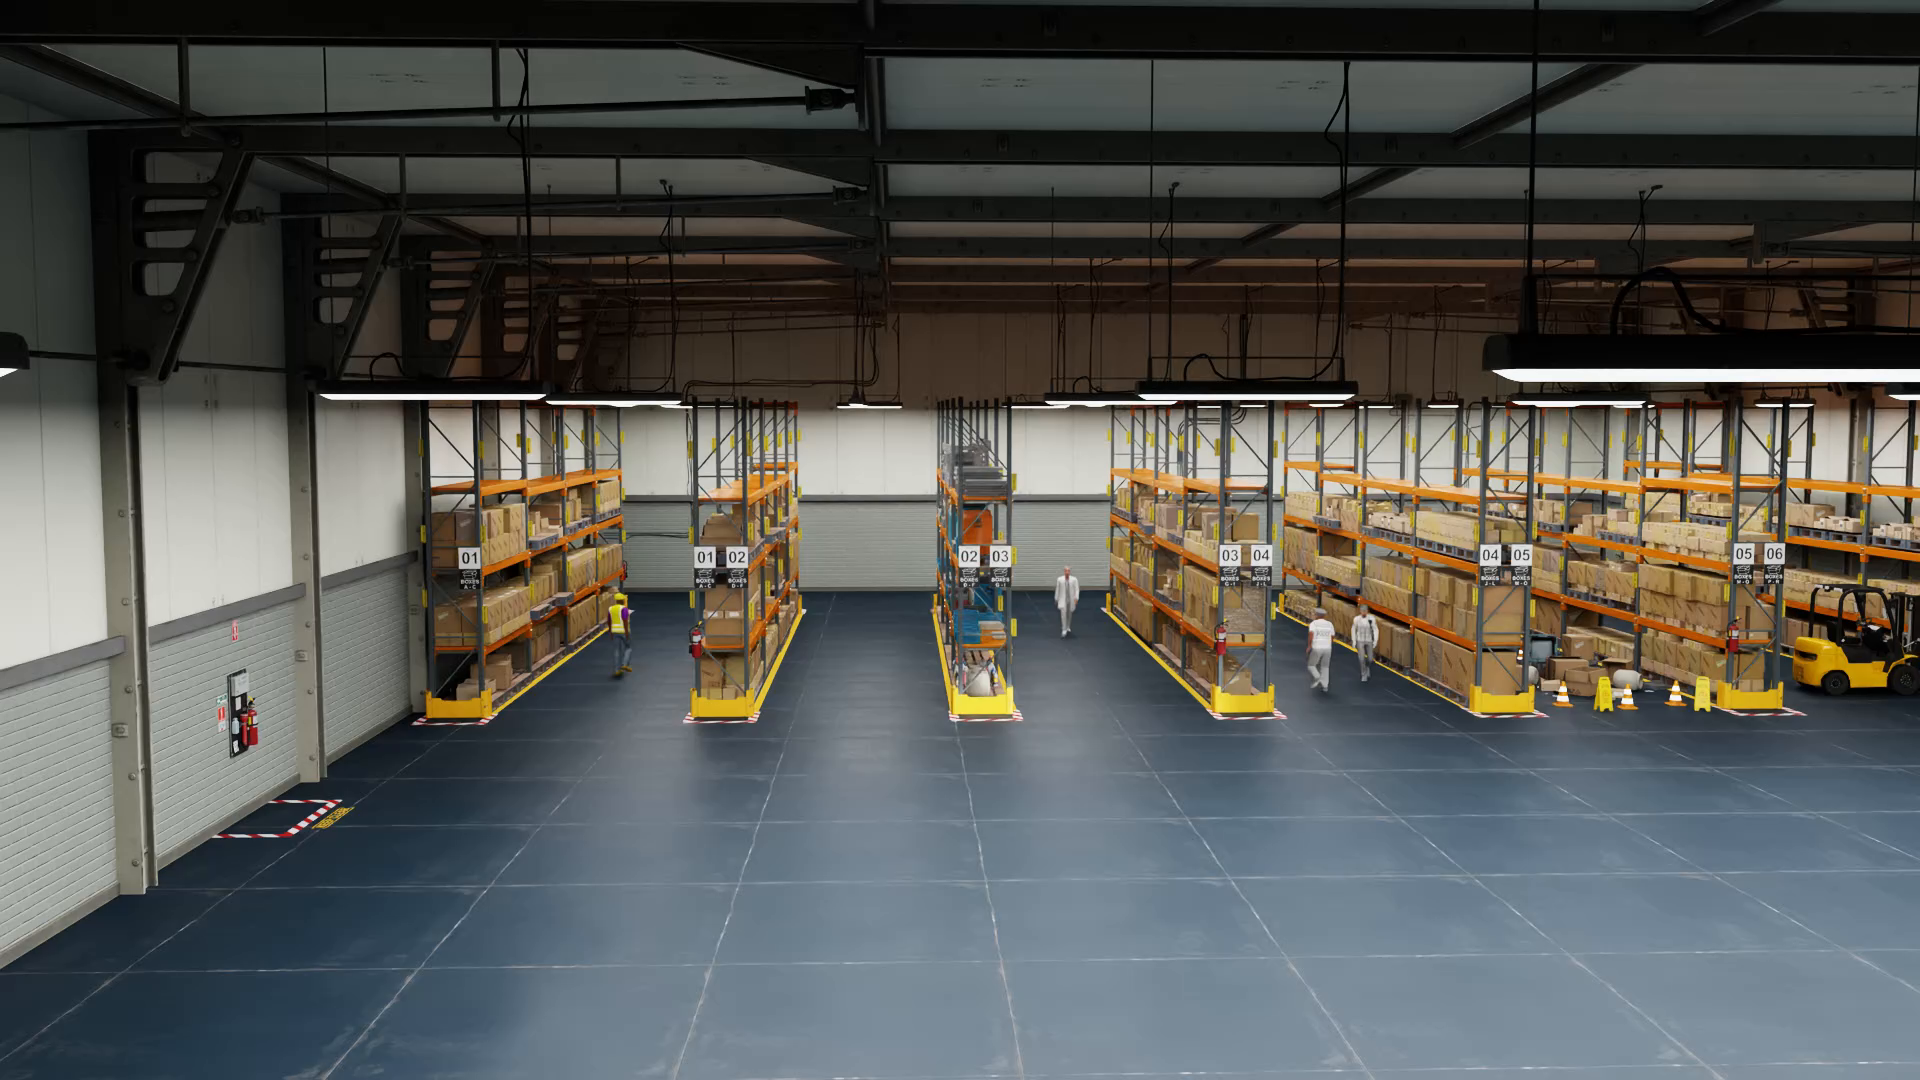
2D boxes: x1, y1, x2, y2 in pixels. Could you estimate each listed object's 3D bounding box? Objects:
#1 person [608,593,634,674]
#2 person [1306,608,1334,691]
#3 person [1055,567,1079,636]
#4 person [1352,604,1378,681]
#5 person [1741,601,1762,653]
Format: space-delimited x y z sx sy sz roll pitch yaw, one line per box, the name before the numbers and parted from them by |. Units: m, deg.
person | -7.434 2.029 36.277 0.566 1.744 0.528 1 4 10
person | 7.438 2.246 34.319 0.625 1.665 0.782 0 4 -1
person | 2.761 1.545 42.578 0.594 1.717 1.114 -1 4 -7
person | 8.640 2.165 35.488 0.550 1.655 0.564 1 4 11
person | 17.235 2.125 36.132 0.448 1.731 0.595 -1 4 -7
